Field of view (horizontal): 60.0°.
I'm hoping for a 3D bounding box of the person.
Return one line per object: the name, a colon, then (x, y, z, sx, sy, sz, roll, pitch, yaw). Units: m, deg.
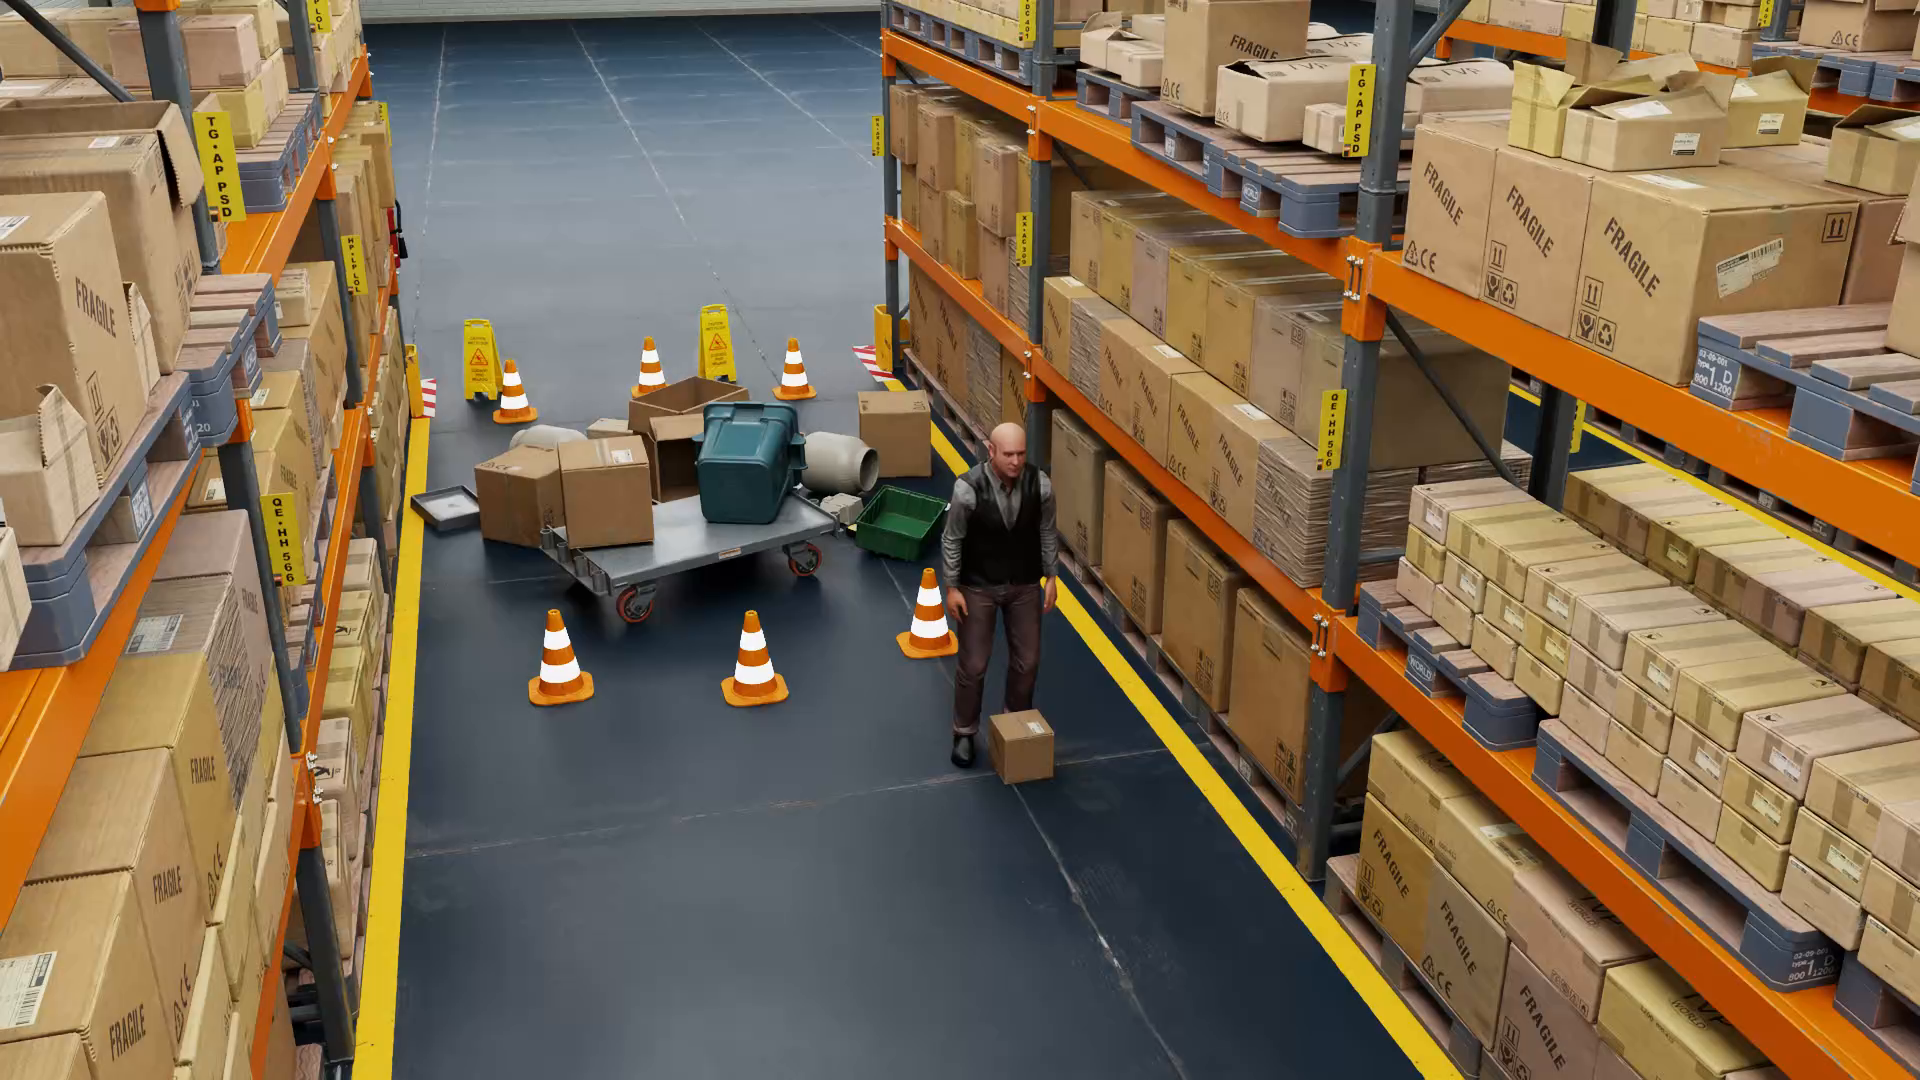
person: (0.191, 0.249, 8.091, 0.580, 1.563, 0.407, -6, 24, -14)
